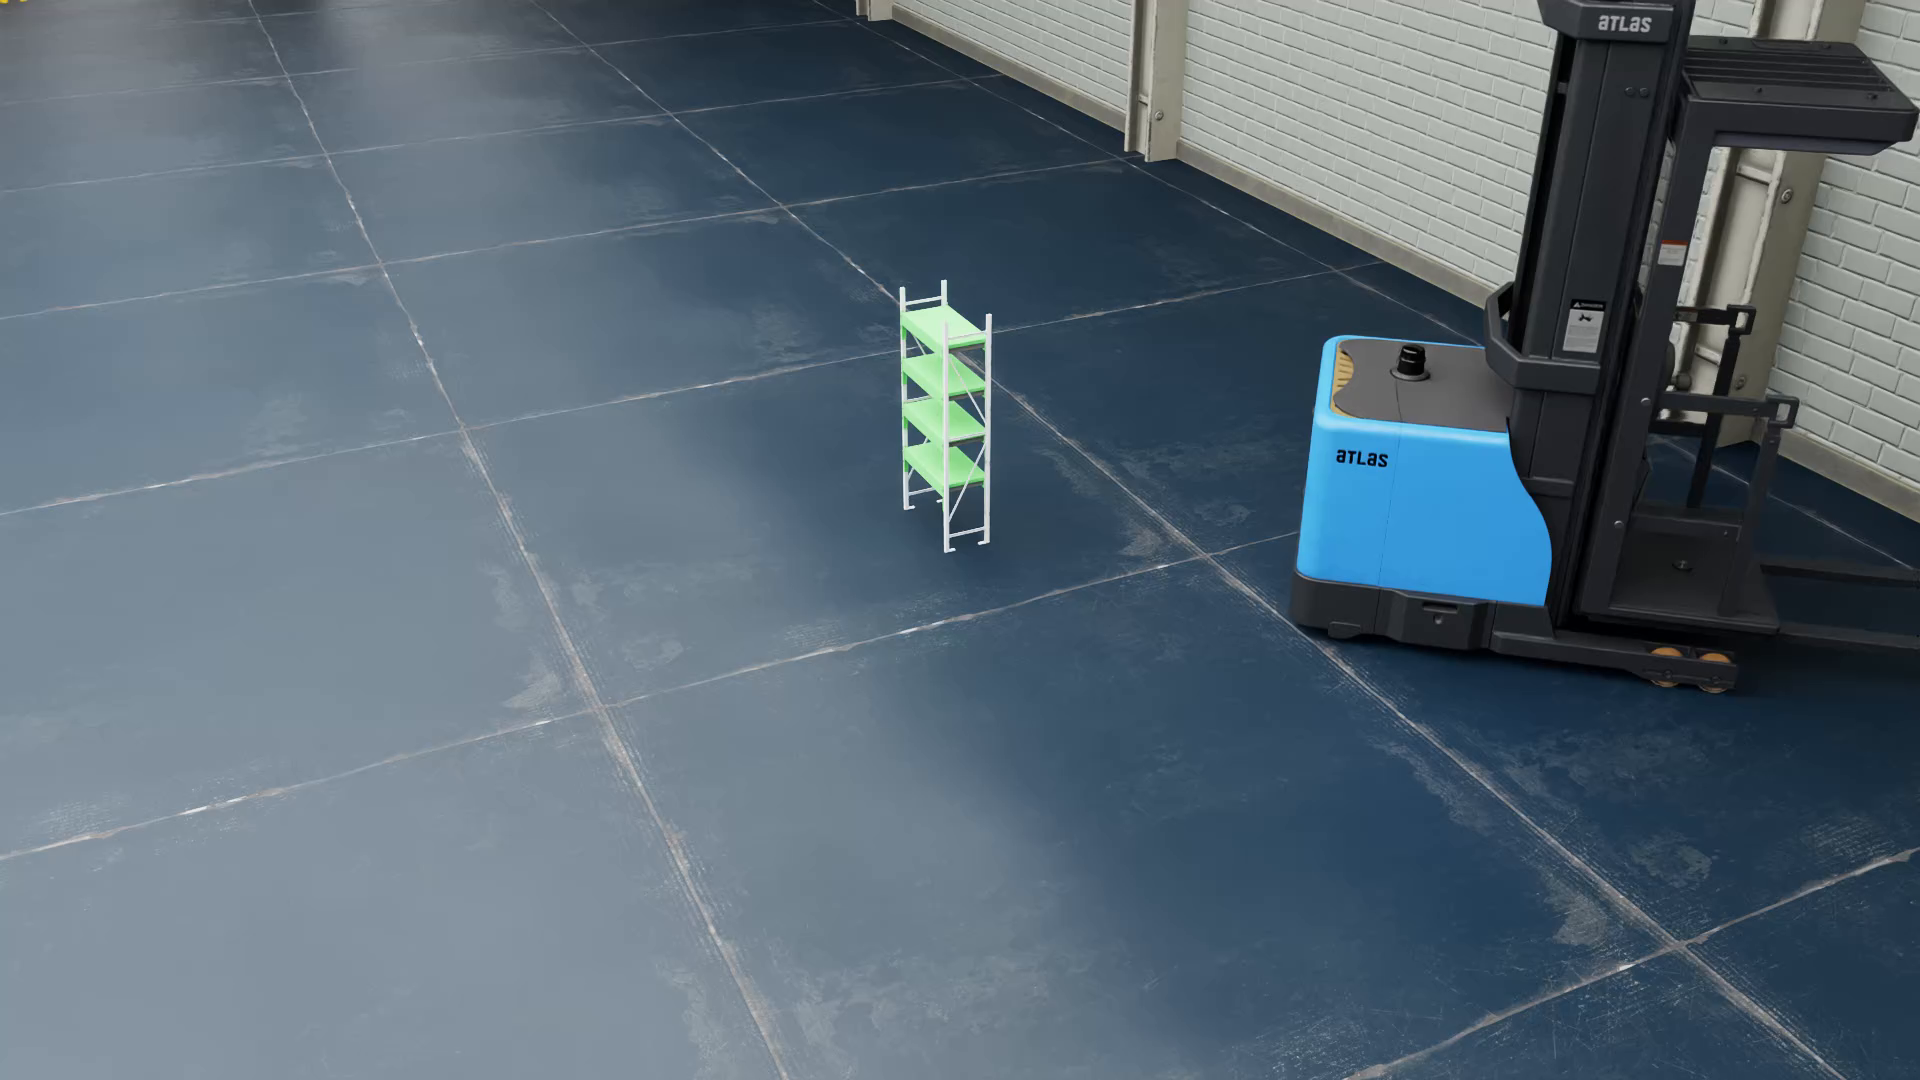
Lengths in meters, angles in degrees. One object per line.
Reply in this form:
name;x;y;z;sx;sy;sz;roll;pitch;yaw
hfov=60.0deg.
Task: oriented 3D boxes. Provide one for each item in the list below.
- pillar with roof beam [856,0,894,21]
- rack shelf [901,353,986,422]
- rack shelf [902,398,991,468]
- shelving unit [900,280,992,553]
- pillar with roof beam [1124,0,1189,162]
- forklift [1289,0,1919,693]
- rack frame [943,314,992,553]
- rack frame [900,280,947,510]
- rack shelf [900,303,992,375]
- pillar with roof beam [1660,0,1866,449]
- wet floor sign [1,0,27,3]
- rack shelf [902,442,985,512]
pillar with roof beam;-4.843;-8.943;14.997;9.100;9.000;0.400;-13;32;-22
rack shelf;-0.071;-0.750;8.001;0.258;0.148;0.480;-13;32;-22
rack shelf;-0.071;-0.541;8.118;0.258;0.148;0.480;-13;32;-22
shelving unit;-0.071;-0.596;8.087;0.258;1.200;0.503;-13;32;-22
pillar with roof beam;-2.267;-6.292;10.271;9.100;9.000;0.400;-13;32;-22
forklift;3.058;-0.914;6.884;3.031;2.935;1.130;7;30;12
rack frame;0.034;-0.489;7.895;0.240;1.200;0.015;-13;32;-22
rack frame;-0.176;-0.704;8.279;0.240;1.200;0.015;-13;32;-22
rack shelf;-0.071;-0.959;7.883;0.258;0.148;0.480;-13;32;-22
pillar with roof beam;0.309;-3.642;5.544;9.100;9.000;0.400;-13;32;-22
wet floor sign;-11.154;-6.632;19.417;0.267;0.644;0.232;-19;35;-30
rack shelf;-0.071;-0.331;8.236;0.258;0.148;0.480;-13;32;-22
